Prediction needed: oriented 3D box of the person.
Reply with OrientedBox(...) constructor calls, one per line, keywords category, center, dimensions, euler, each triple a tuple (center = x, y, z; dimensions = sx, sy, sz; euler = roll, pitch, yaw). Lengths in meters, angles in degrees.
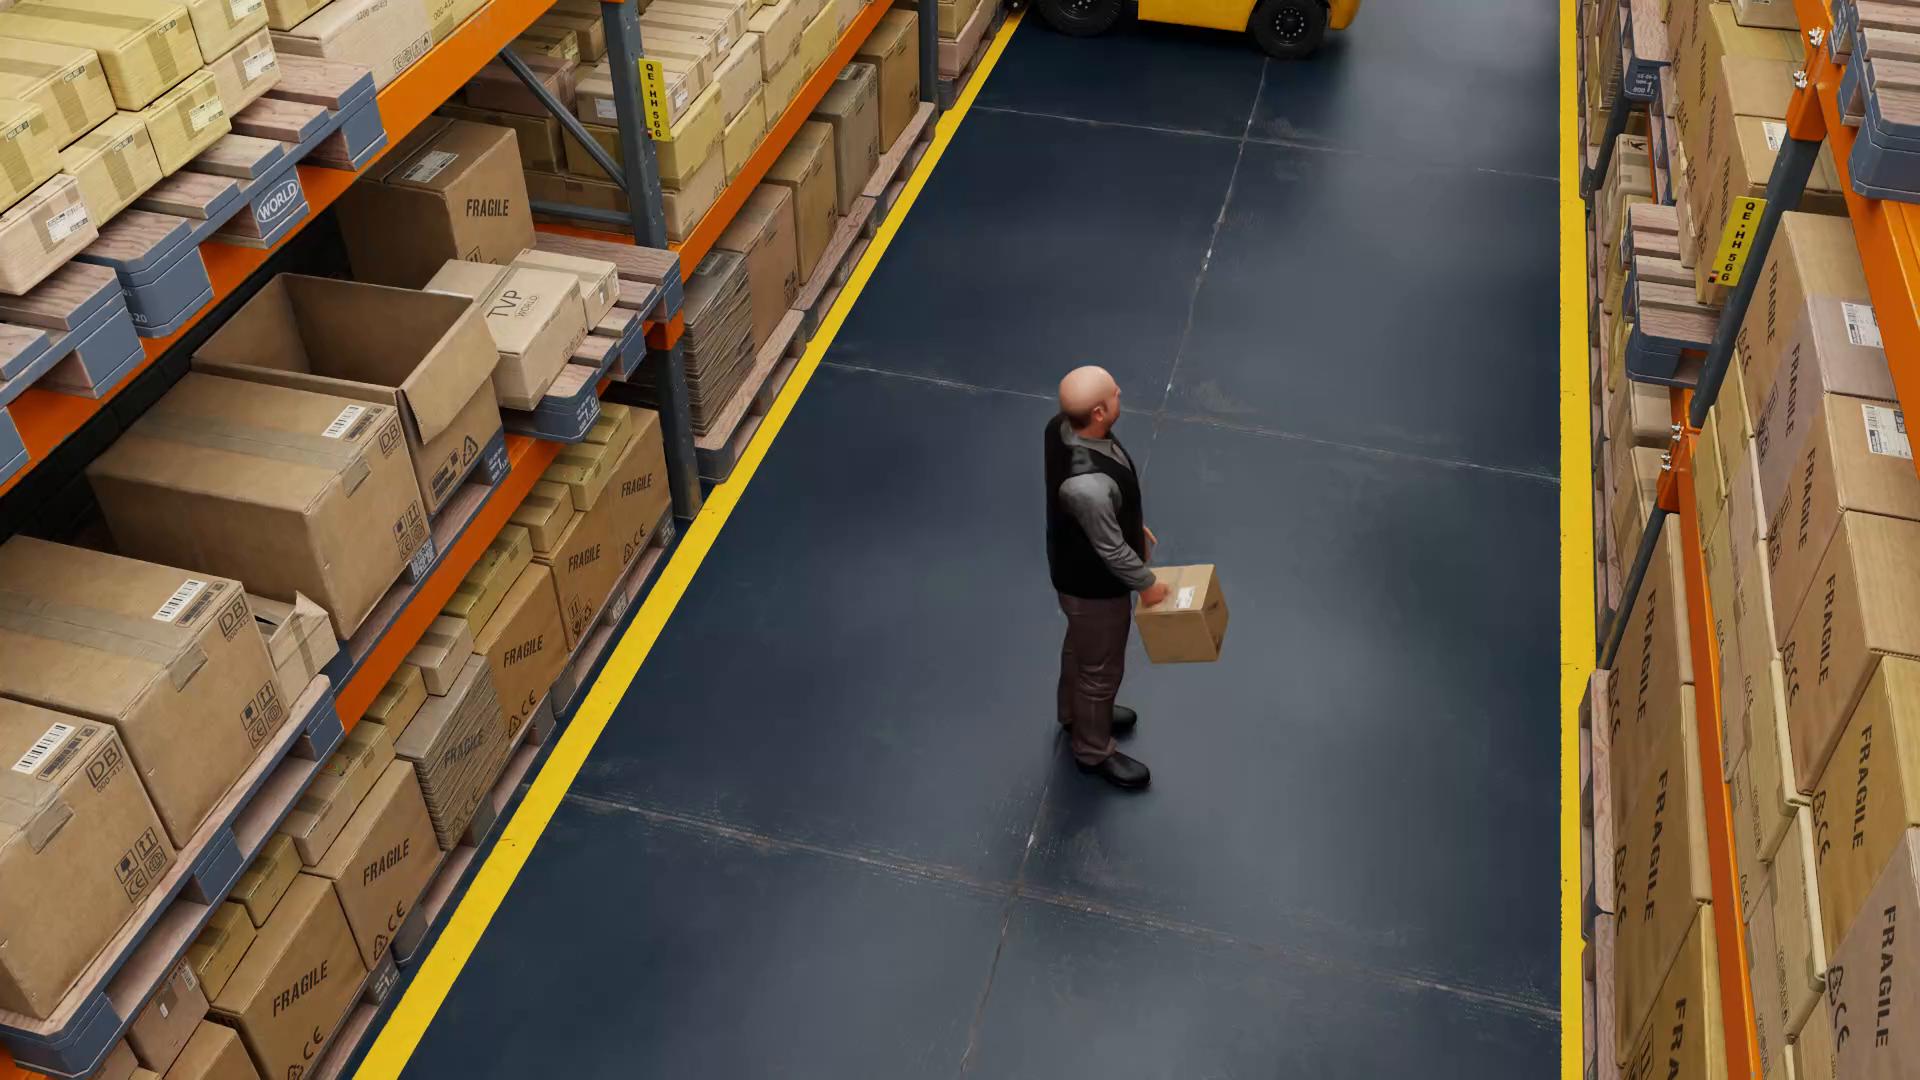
OrientedBox(category="person", center=(0.528, 0.119, 6.027), dimensions=(0.469, 1.726, 0.574), euler=(-2, 41, -2))
